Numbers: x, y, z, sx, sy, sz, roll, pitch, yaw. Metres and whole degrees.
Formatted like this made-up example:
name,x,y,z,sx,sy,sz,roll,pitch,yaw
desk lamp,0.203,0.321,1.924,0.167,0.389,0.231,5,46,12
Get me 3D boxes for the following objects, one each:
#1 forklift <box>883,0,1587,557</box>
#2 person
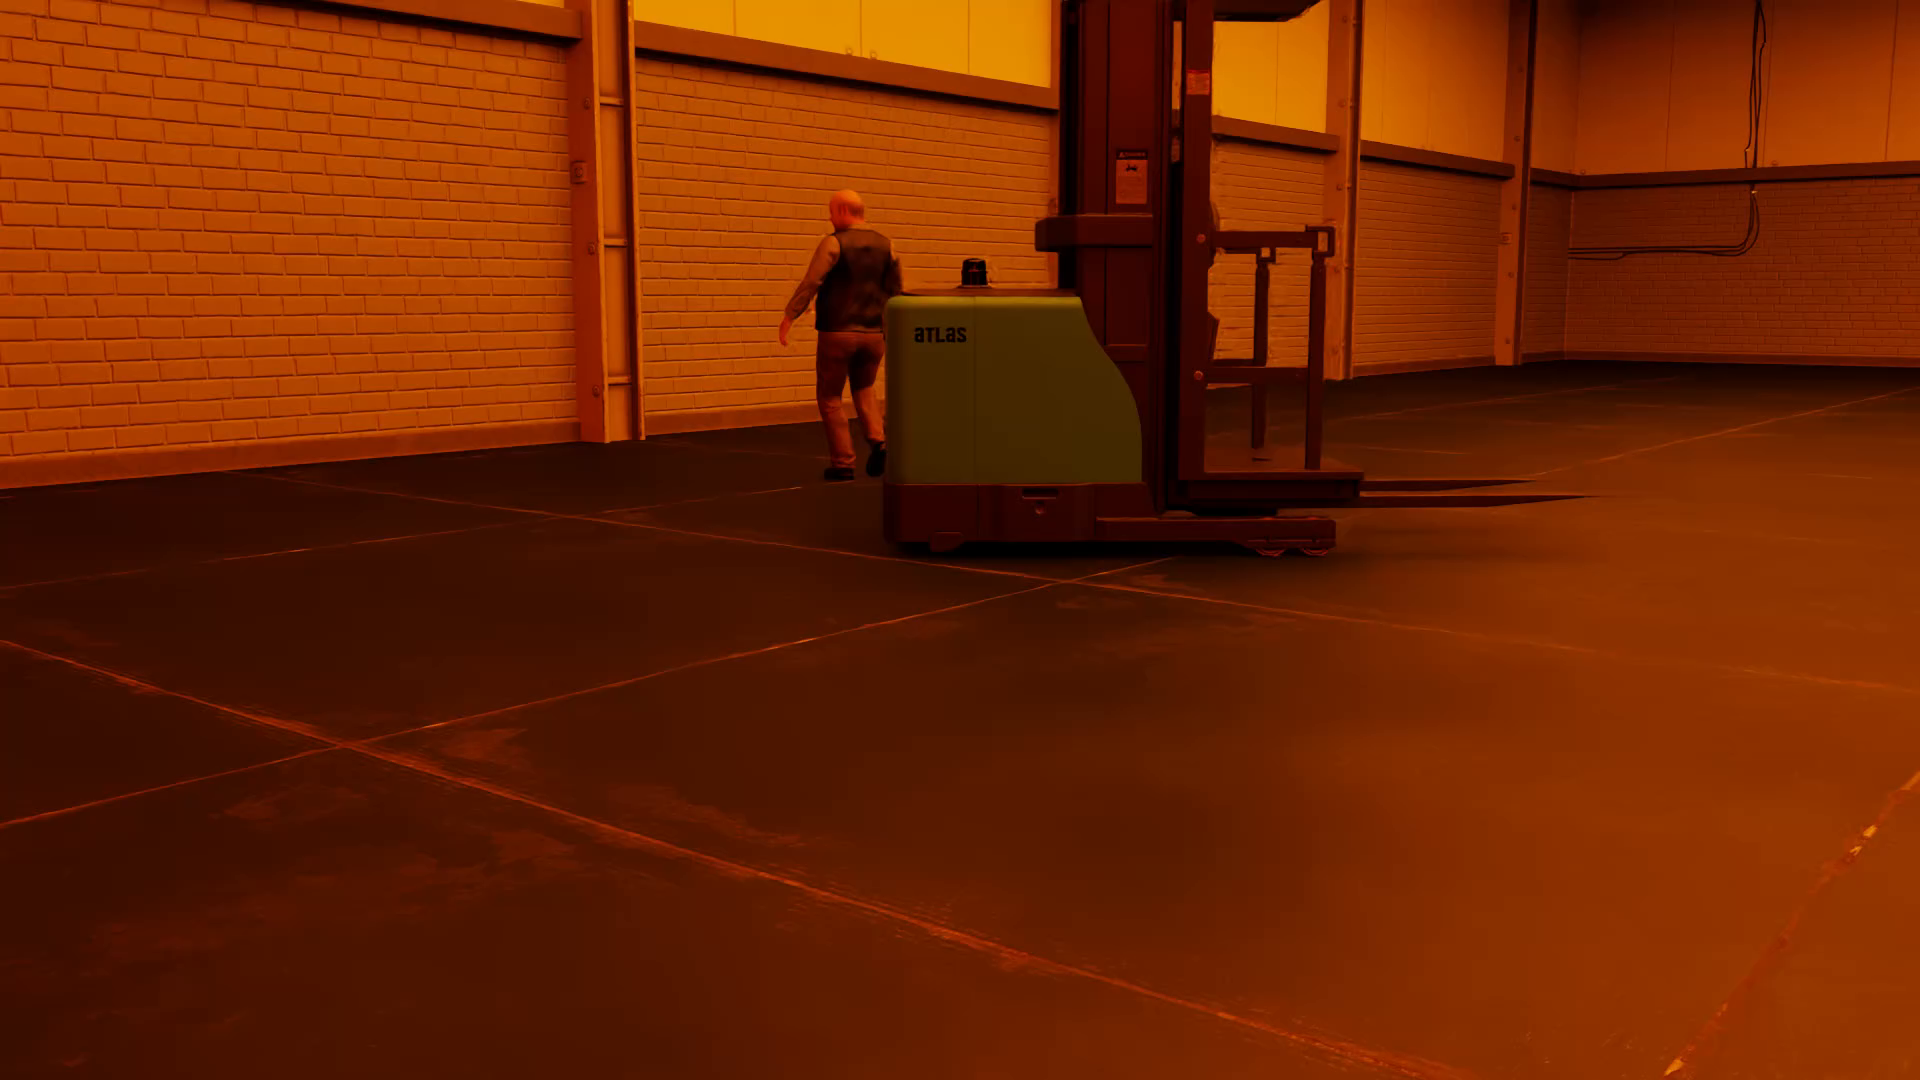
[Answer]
name,x,y,z,sx,sy,sz,roll,pitch,yaw
forklift,1.176,-1.457,7.236,3.031,2.935,1.130,0,8,-3
person,-0.701,-1.203,9.842,0.782,1.702,0.489,-4,9,-28
